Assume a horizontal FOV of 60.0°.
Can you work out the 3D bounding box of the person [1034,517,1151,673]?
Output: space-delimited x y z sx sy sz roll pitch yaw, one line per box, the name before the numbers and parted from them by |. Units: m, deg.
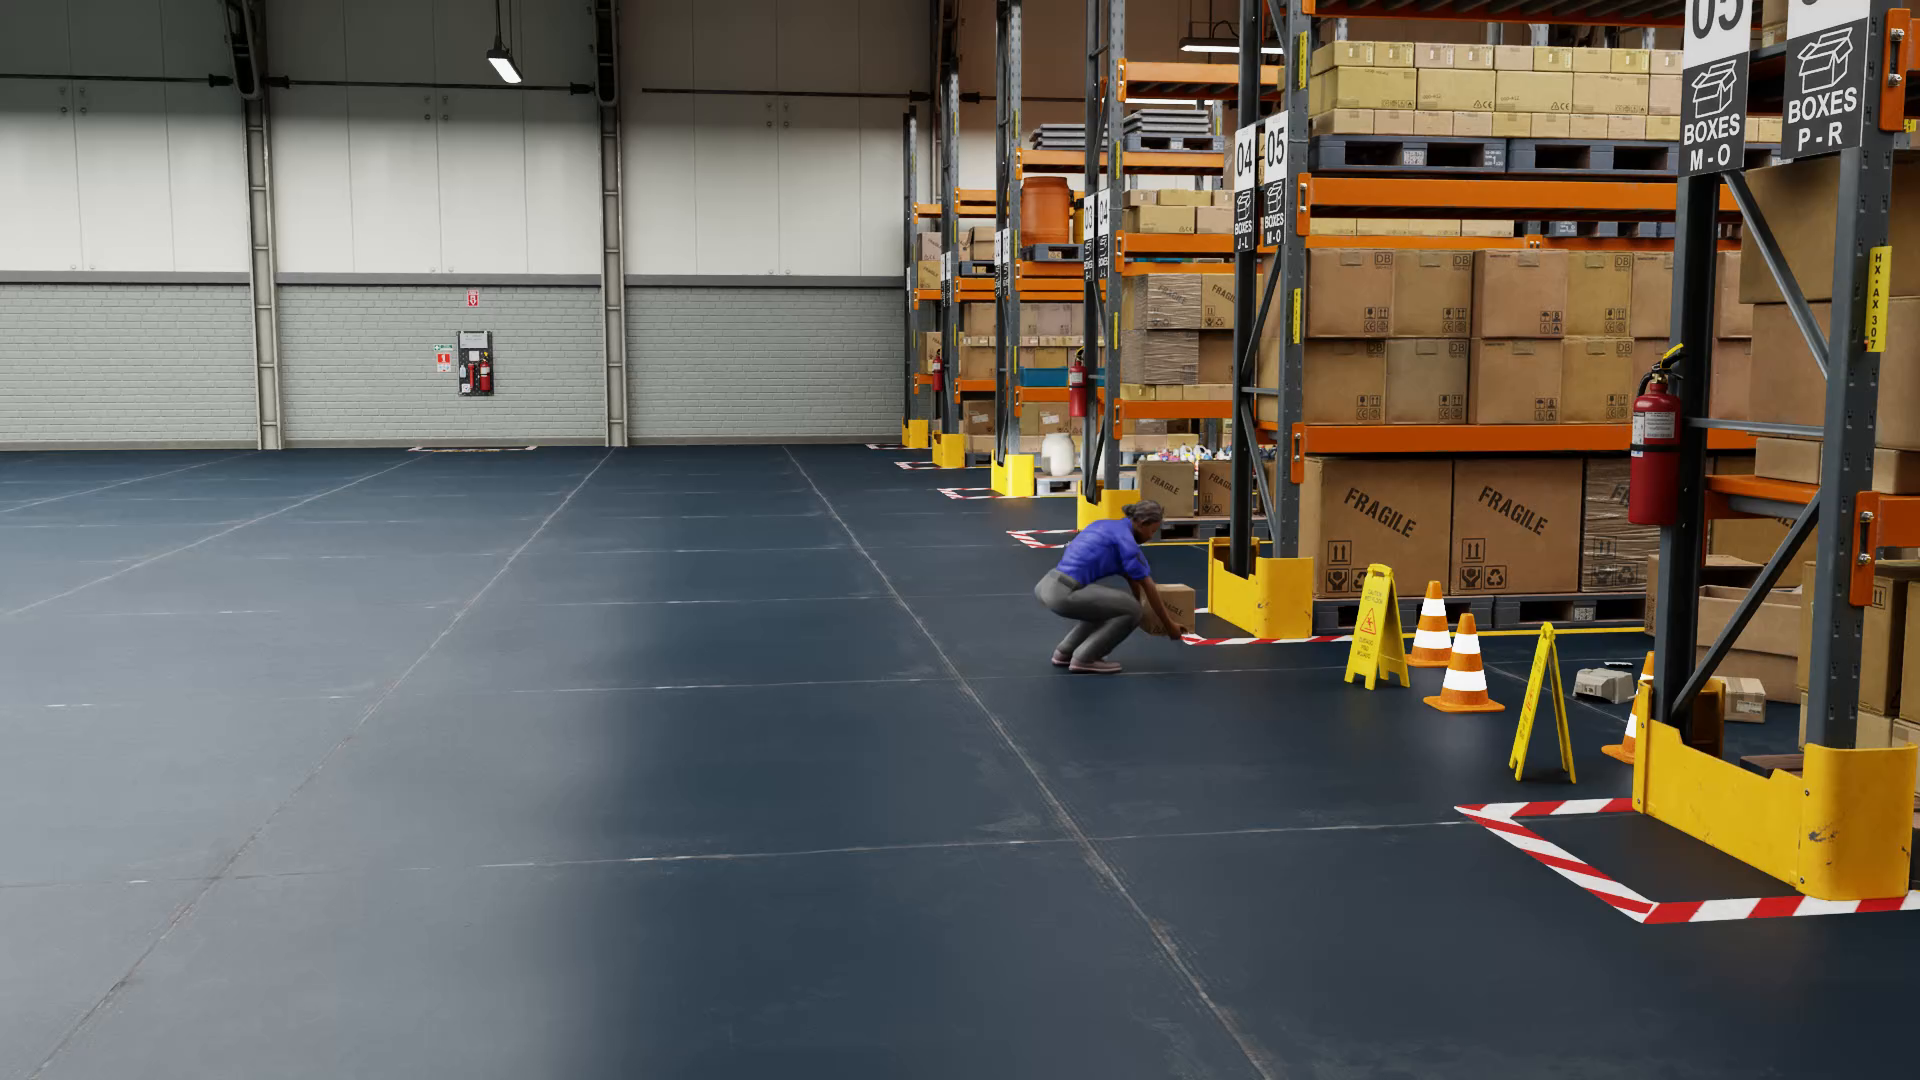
person | 0.725 0.304 9.265 0.618 0.855 0.455 -1 7 -10
